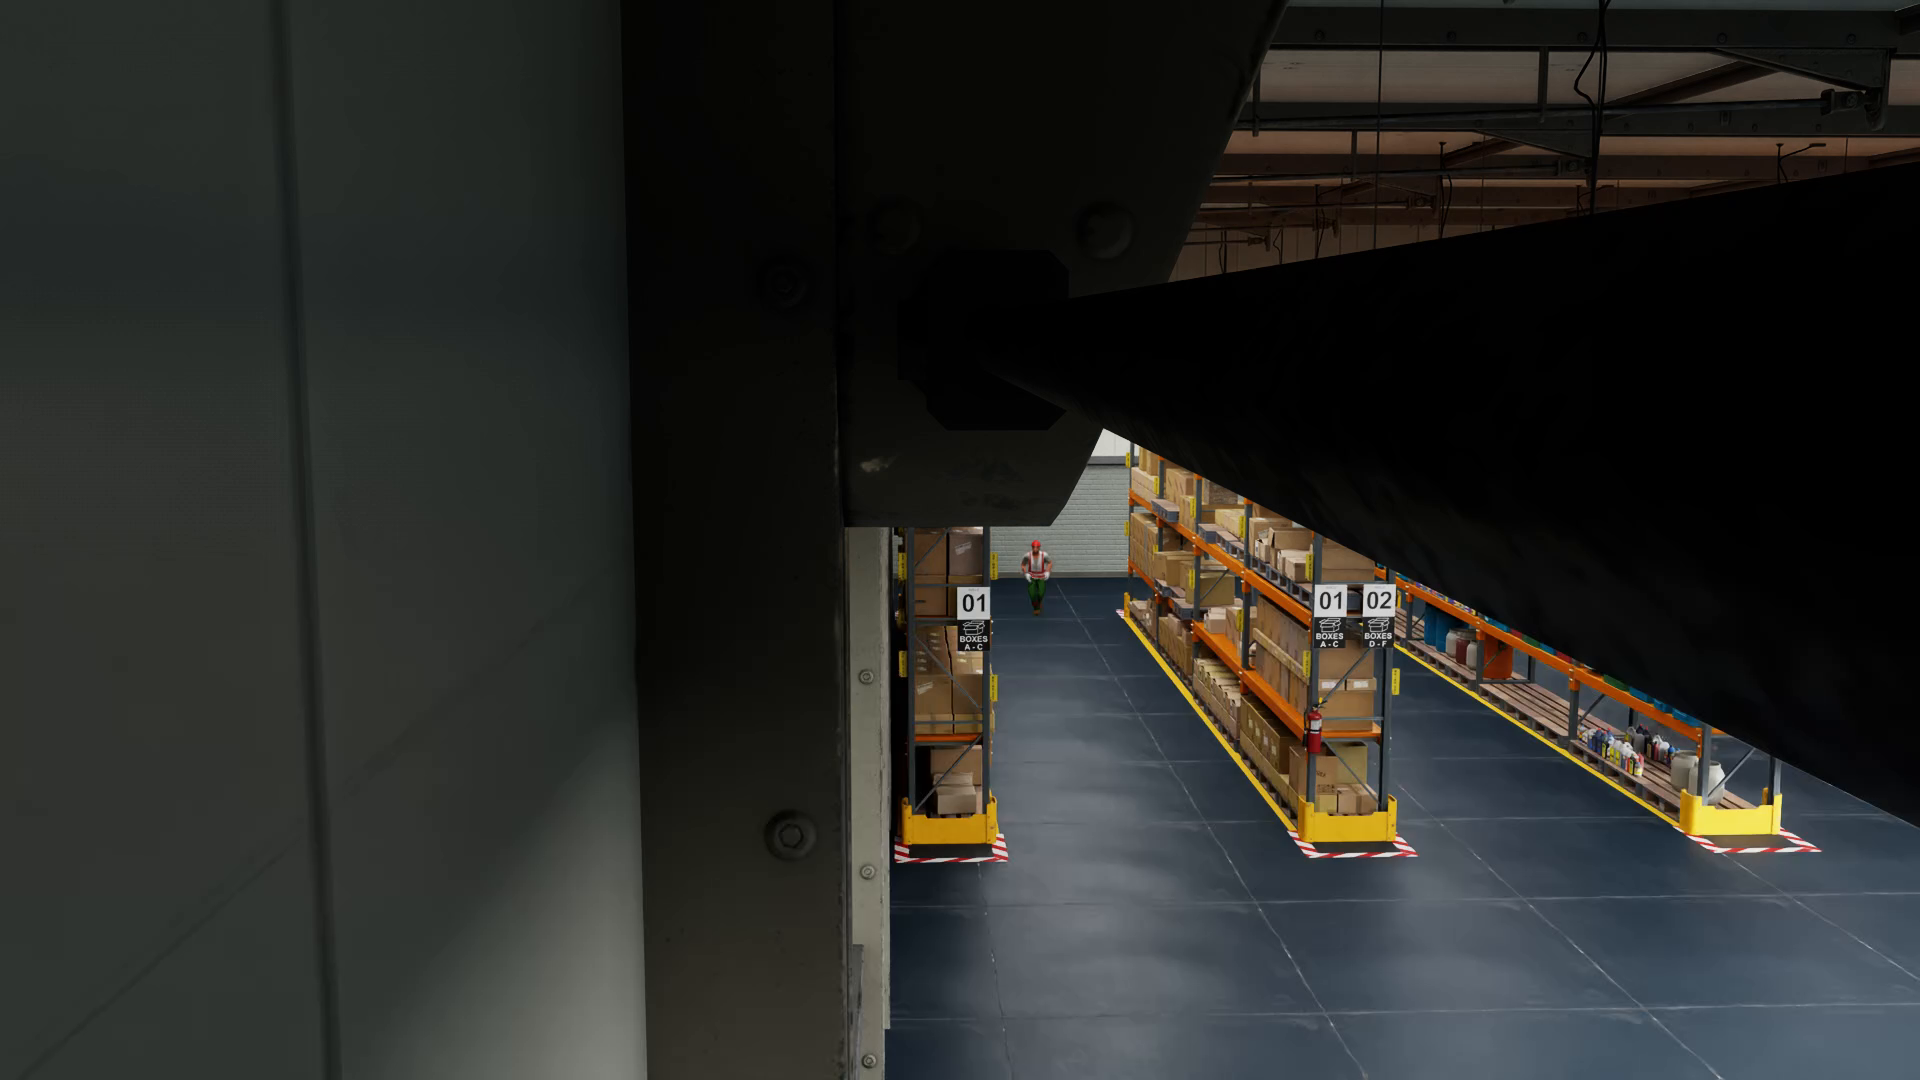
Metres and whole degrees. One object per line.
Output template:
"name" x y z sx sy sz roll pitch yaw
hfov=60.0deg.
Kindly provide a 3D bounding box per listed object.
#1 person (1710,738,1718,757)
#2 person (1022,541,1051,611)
"person" 11.231 2.371 24.791 0.504 1.706 0.520 -2 8 -16
"person" 1.678 0.797 36.517 0.652 1.624 0.629 1 7 5
